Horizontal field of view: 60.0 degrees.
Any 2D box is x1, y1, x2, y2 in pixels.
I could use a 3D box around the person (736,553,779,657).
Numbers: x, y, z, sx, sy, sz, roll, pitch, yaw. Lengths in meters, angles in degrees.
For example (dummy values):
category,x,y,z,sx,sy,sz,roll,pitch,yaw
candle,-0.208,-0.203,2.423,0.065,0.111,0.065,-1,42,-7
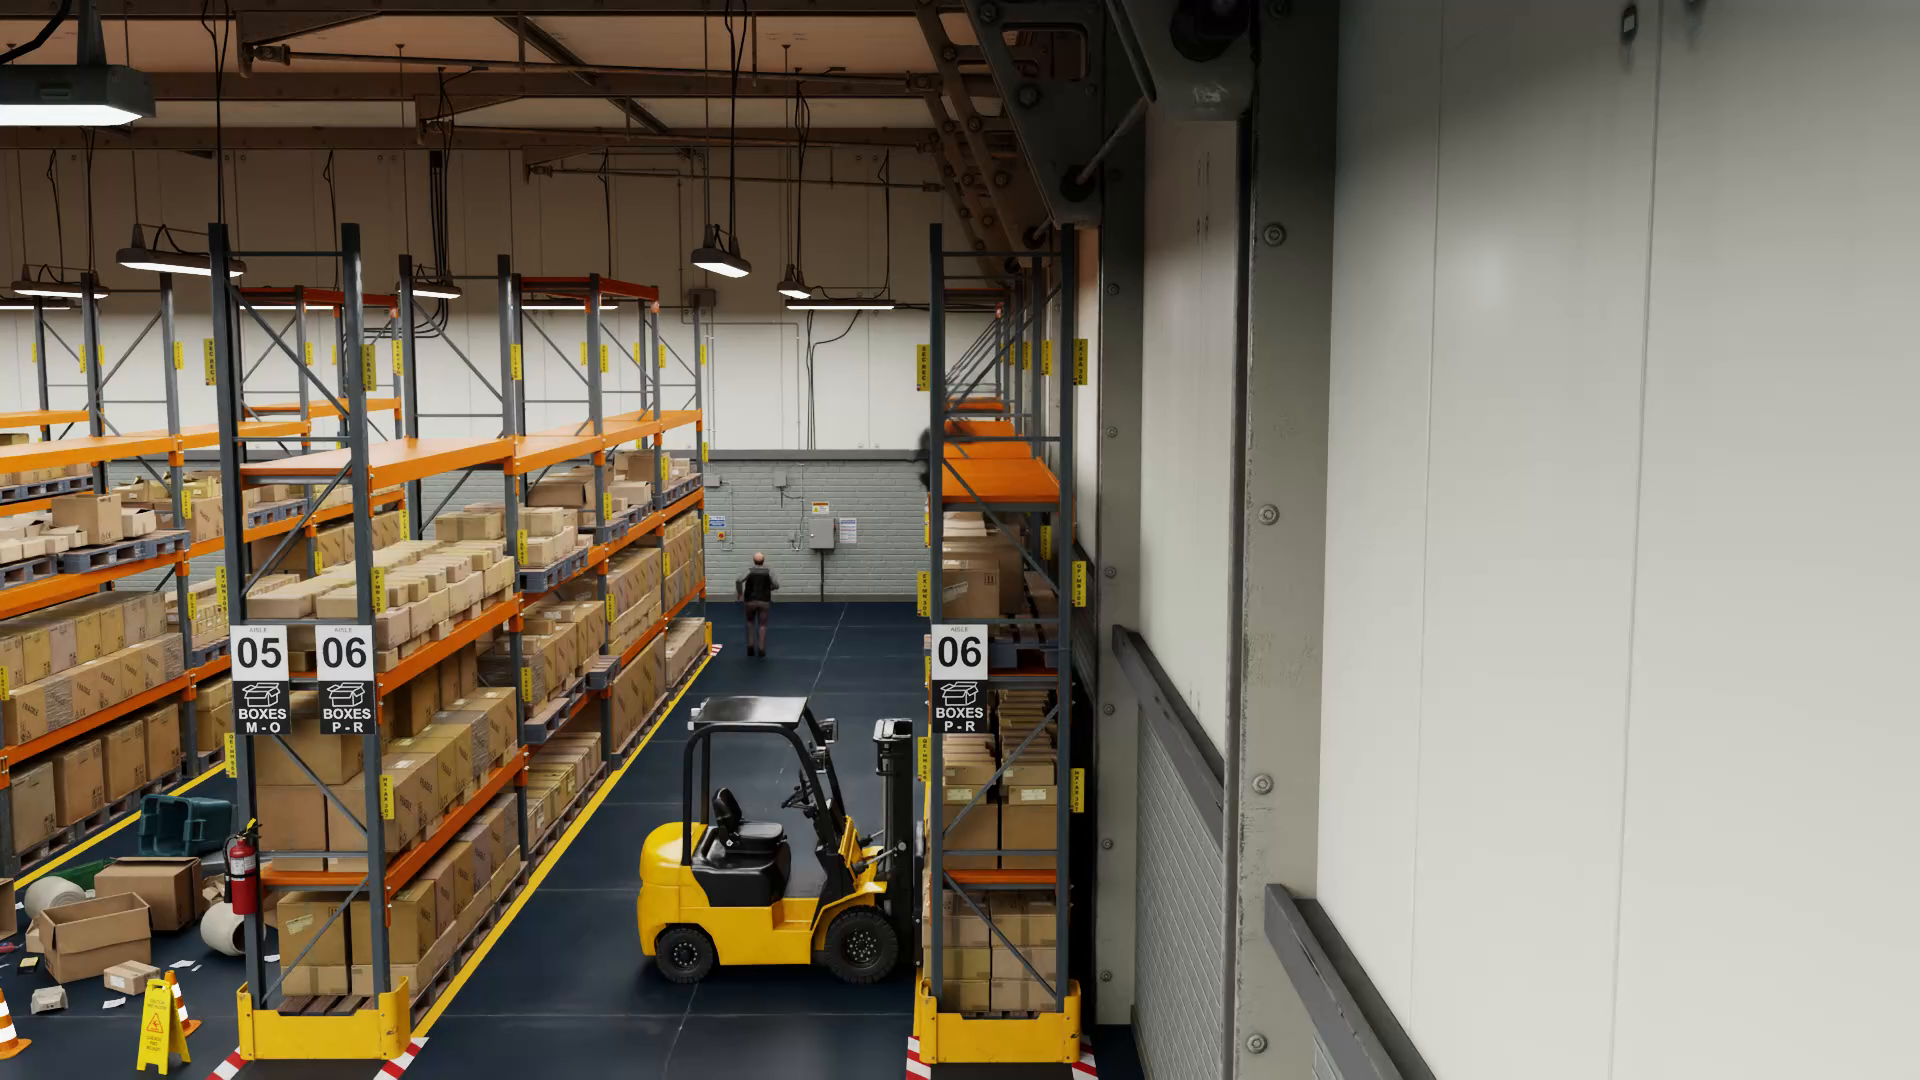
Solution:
category,x,y,z,sx,sy,sz,roll,pitch,yaw
person,-3.338,1.102,27.501,0.706,1.776,0.729,-1,7,-5
